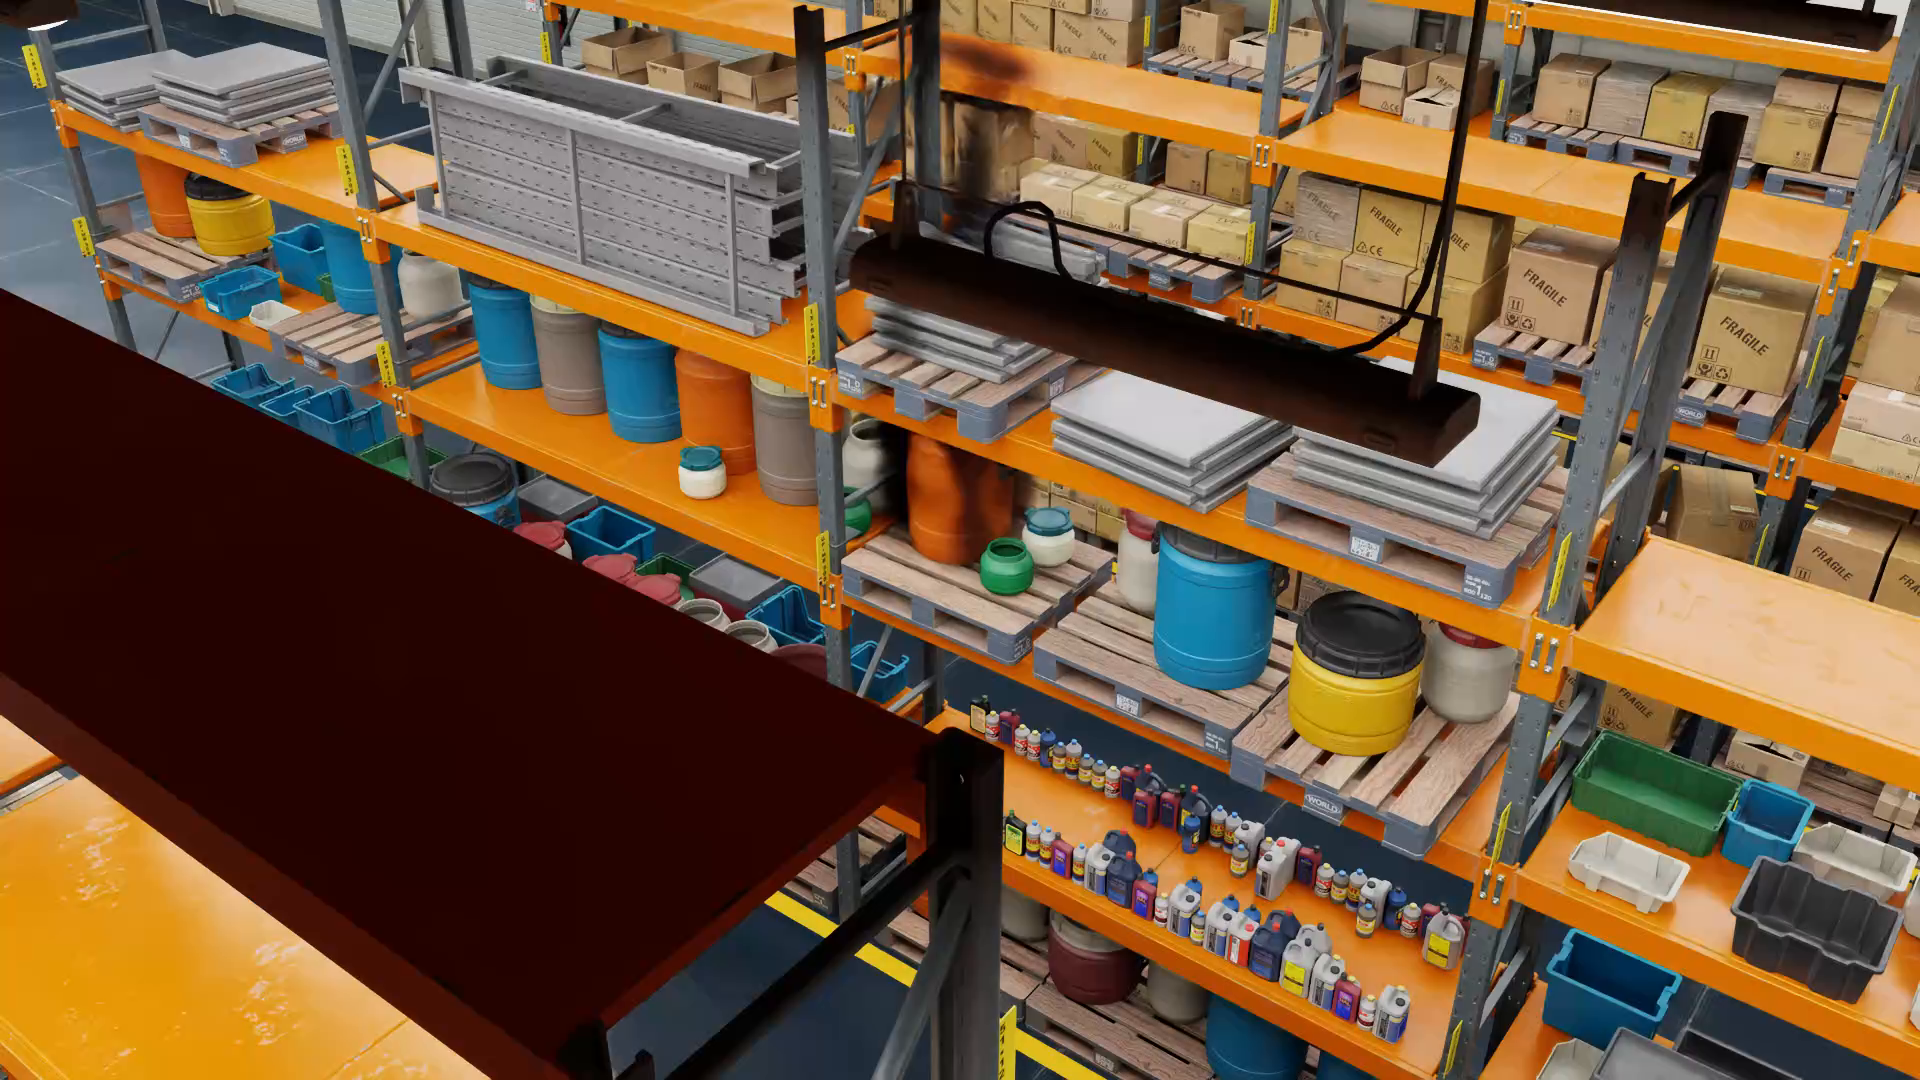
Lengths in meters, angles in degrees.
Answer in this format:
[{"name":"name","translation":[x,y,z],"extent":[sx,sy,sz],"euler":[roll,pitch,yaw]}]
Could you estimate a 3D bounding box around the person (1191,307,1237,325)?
[{"name":"person","translation":[2.421,-1.899,16.719],"extent":[0.617,1.728,0.680],"euler":[16,35,25]}]
